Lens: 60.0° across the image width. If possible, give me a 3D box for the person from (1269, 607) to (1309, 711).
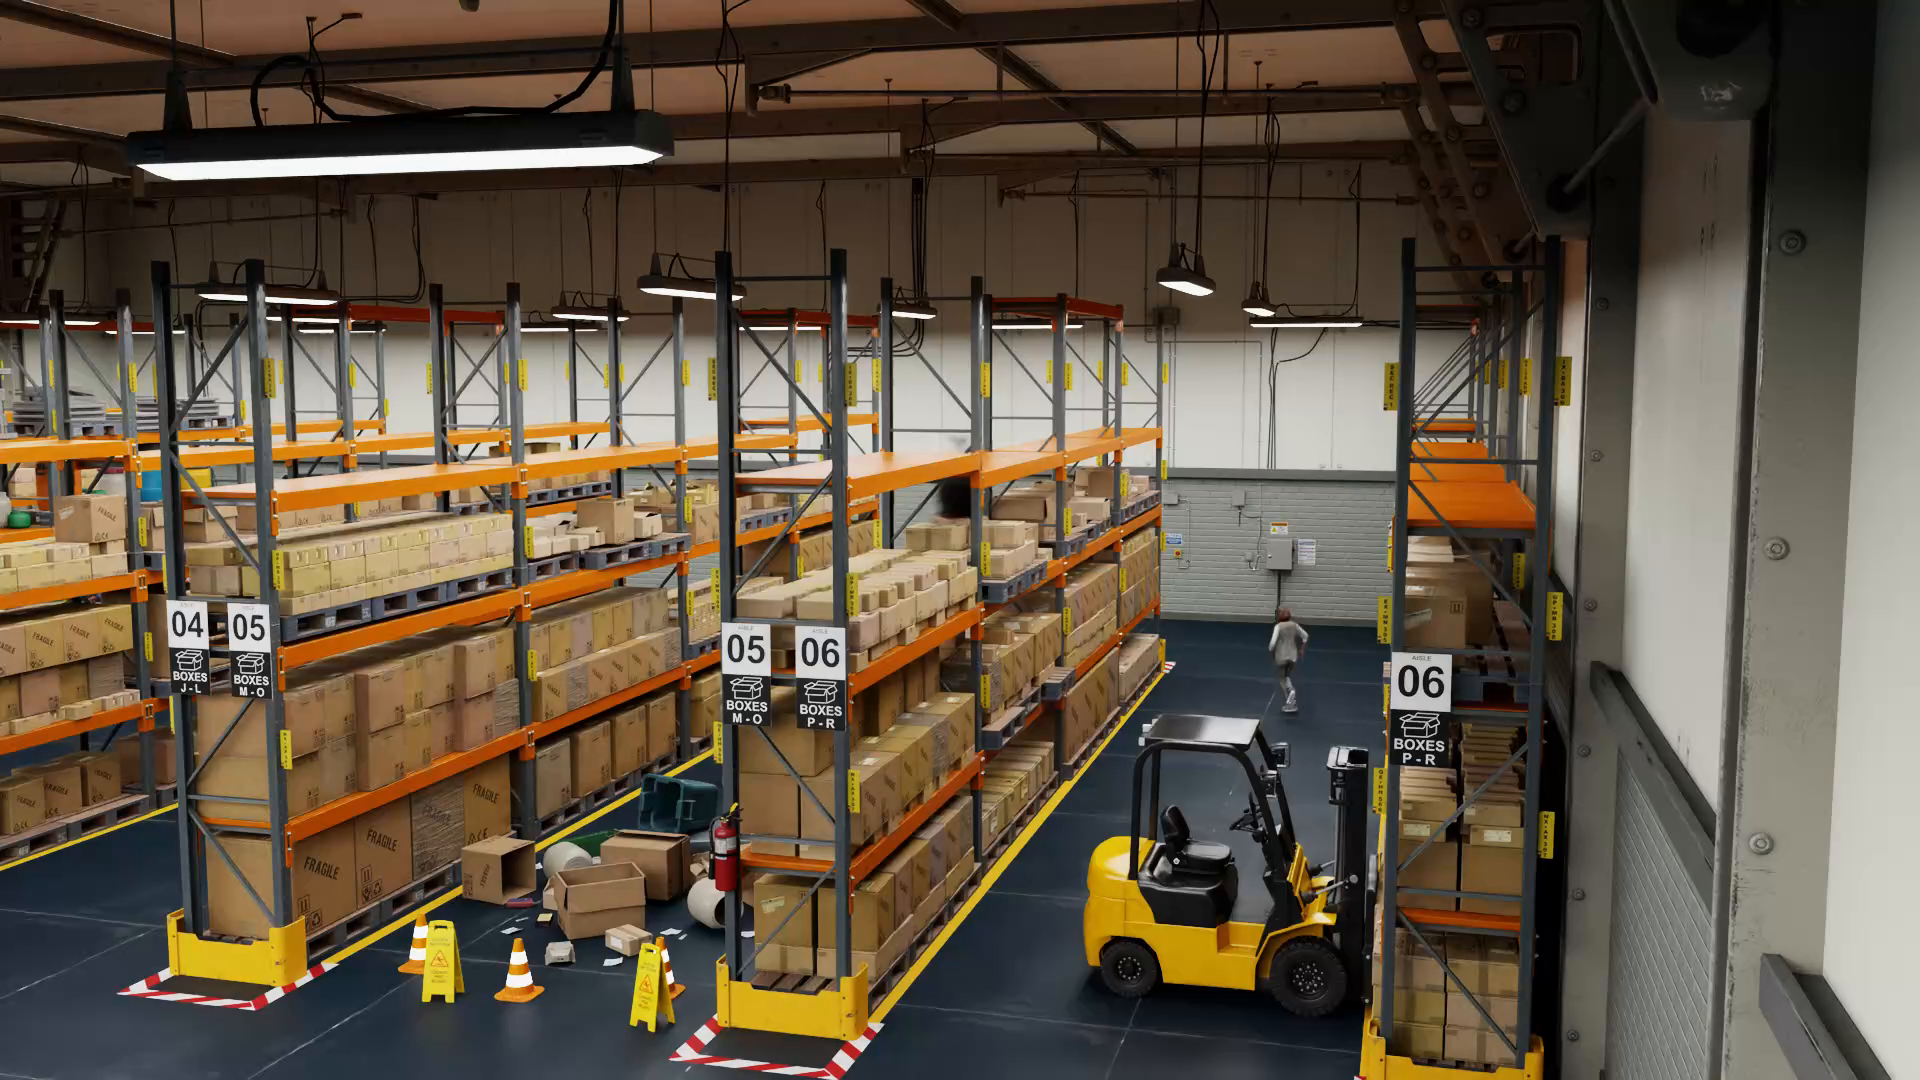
[{"bbox_3d":[4.895,1.774,24.829,0.612,1.553,0.502,-2,6,-18],"label":"person"}]
